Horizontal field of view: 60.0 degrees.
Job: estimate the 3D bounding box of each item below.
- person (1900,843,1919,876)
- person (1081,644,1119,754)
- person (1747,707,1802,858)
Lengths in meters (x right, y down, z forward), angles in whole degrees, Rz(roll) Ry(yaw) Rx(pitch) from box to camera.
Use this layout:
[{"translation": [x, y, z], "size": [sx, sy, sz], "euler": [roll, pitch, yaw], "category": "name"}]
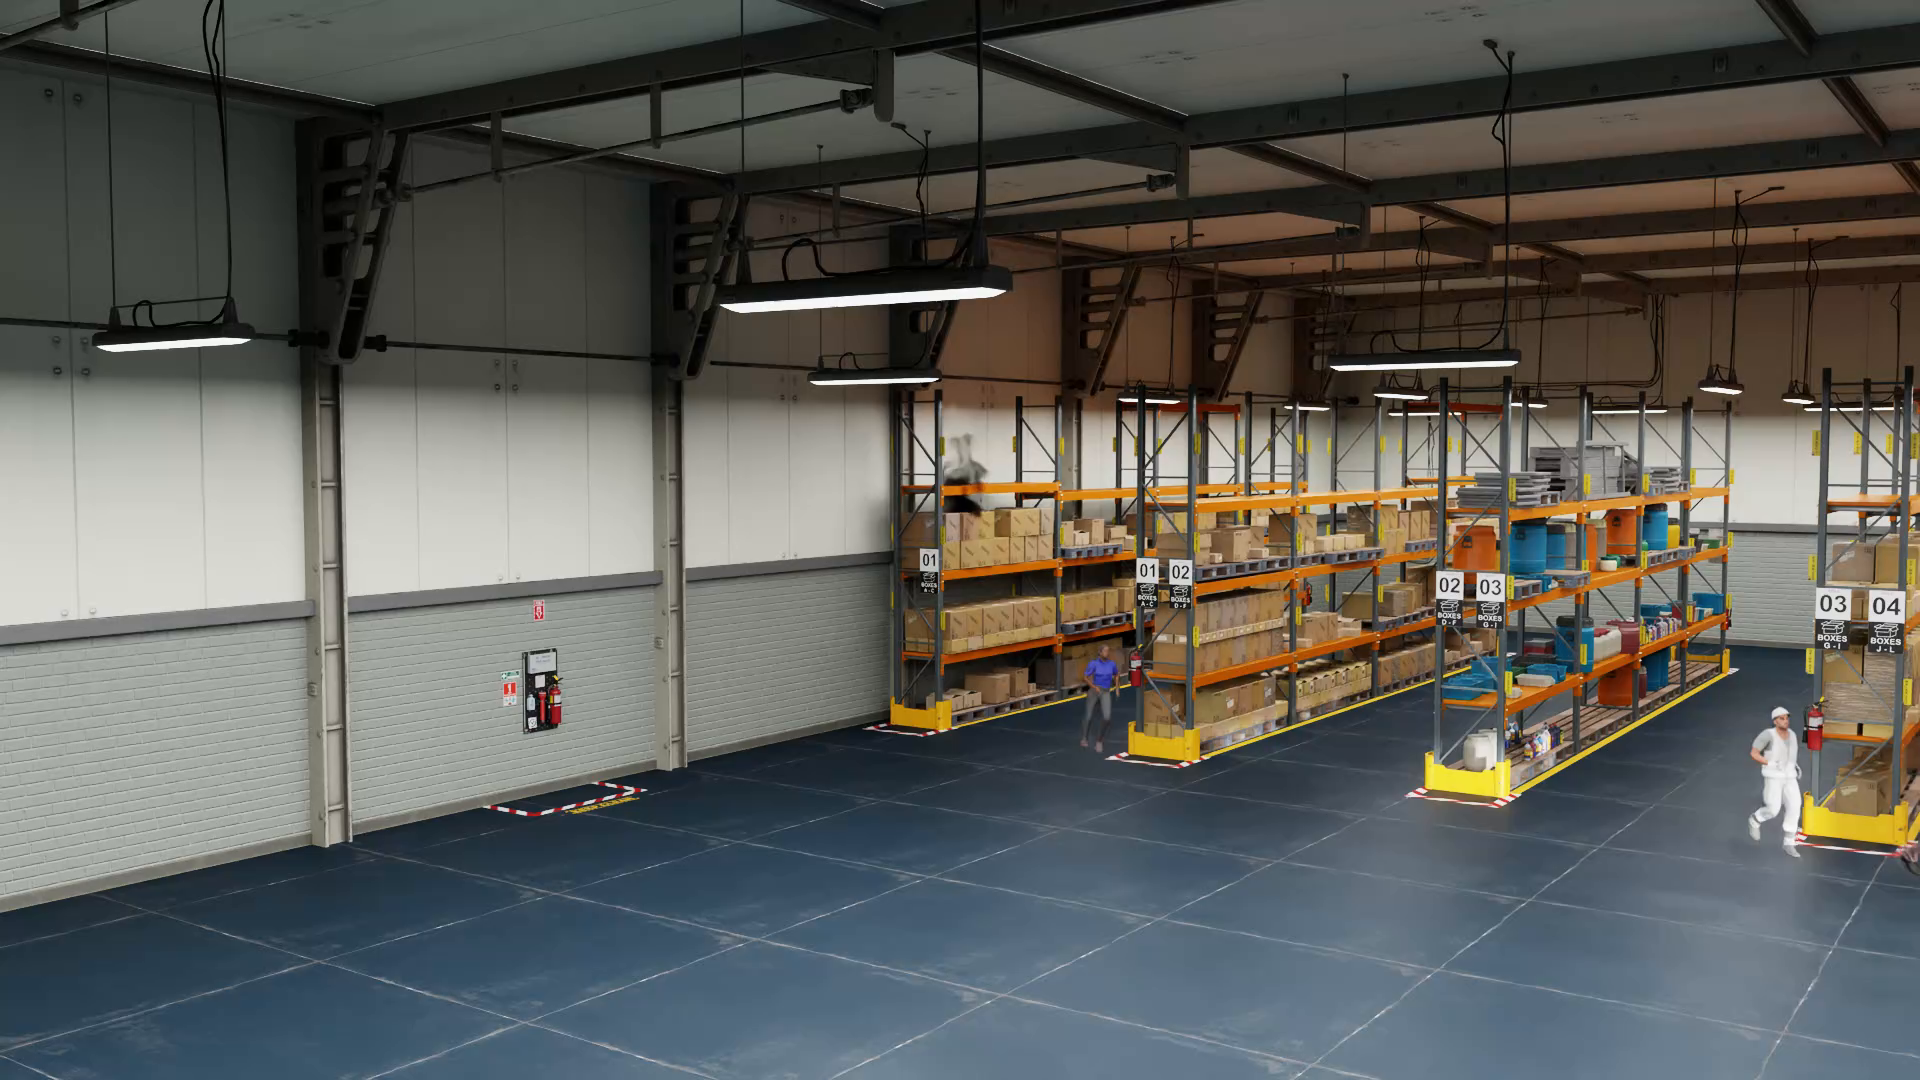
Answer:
[{"translation": [11.129, 3.074, 18.765], "size": [0.666, 1.722, 0.965], "euler": [-2, 4, -27], "category": "person"}, {"translation": [2.213, 2.458, 25.909], "size": [0.634, 1.687, 0.609], "euler": [-1, 3, -10], "category": "person"}, {"translation": [10.102, 2.958, 20.571], "size": [0.676, 1.802, 0.837], "euler": [-1, 3, -12], "category": "person"}]
